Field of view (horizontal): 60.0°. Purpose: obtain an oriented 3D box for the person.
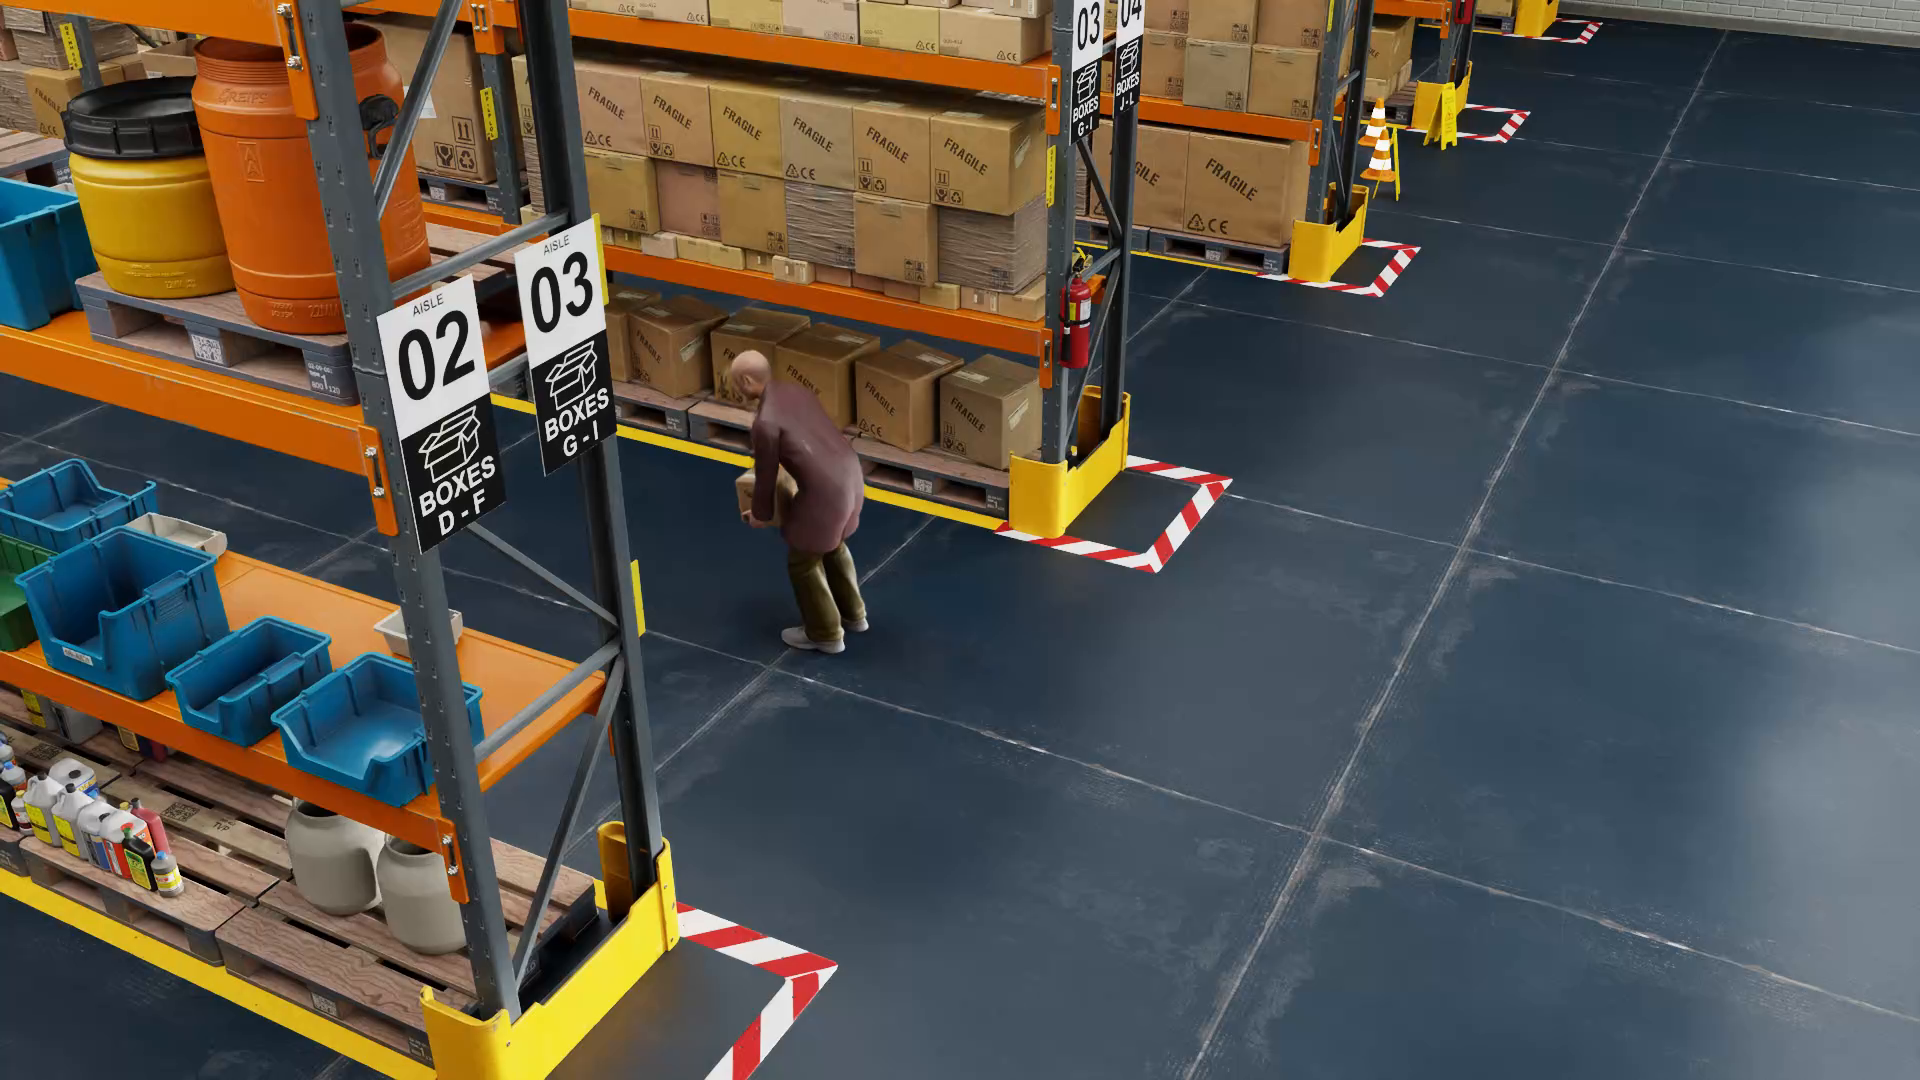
[{"bbox_3d":[-0.850,-0.227,8.836,0.697,1.591,0.544,14,32,22],"label":"person"}]
